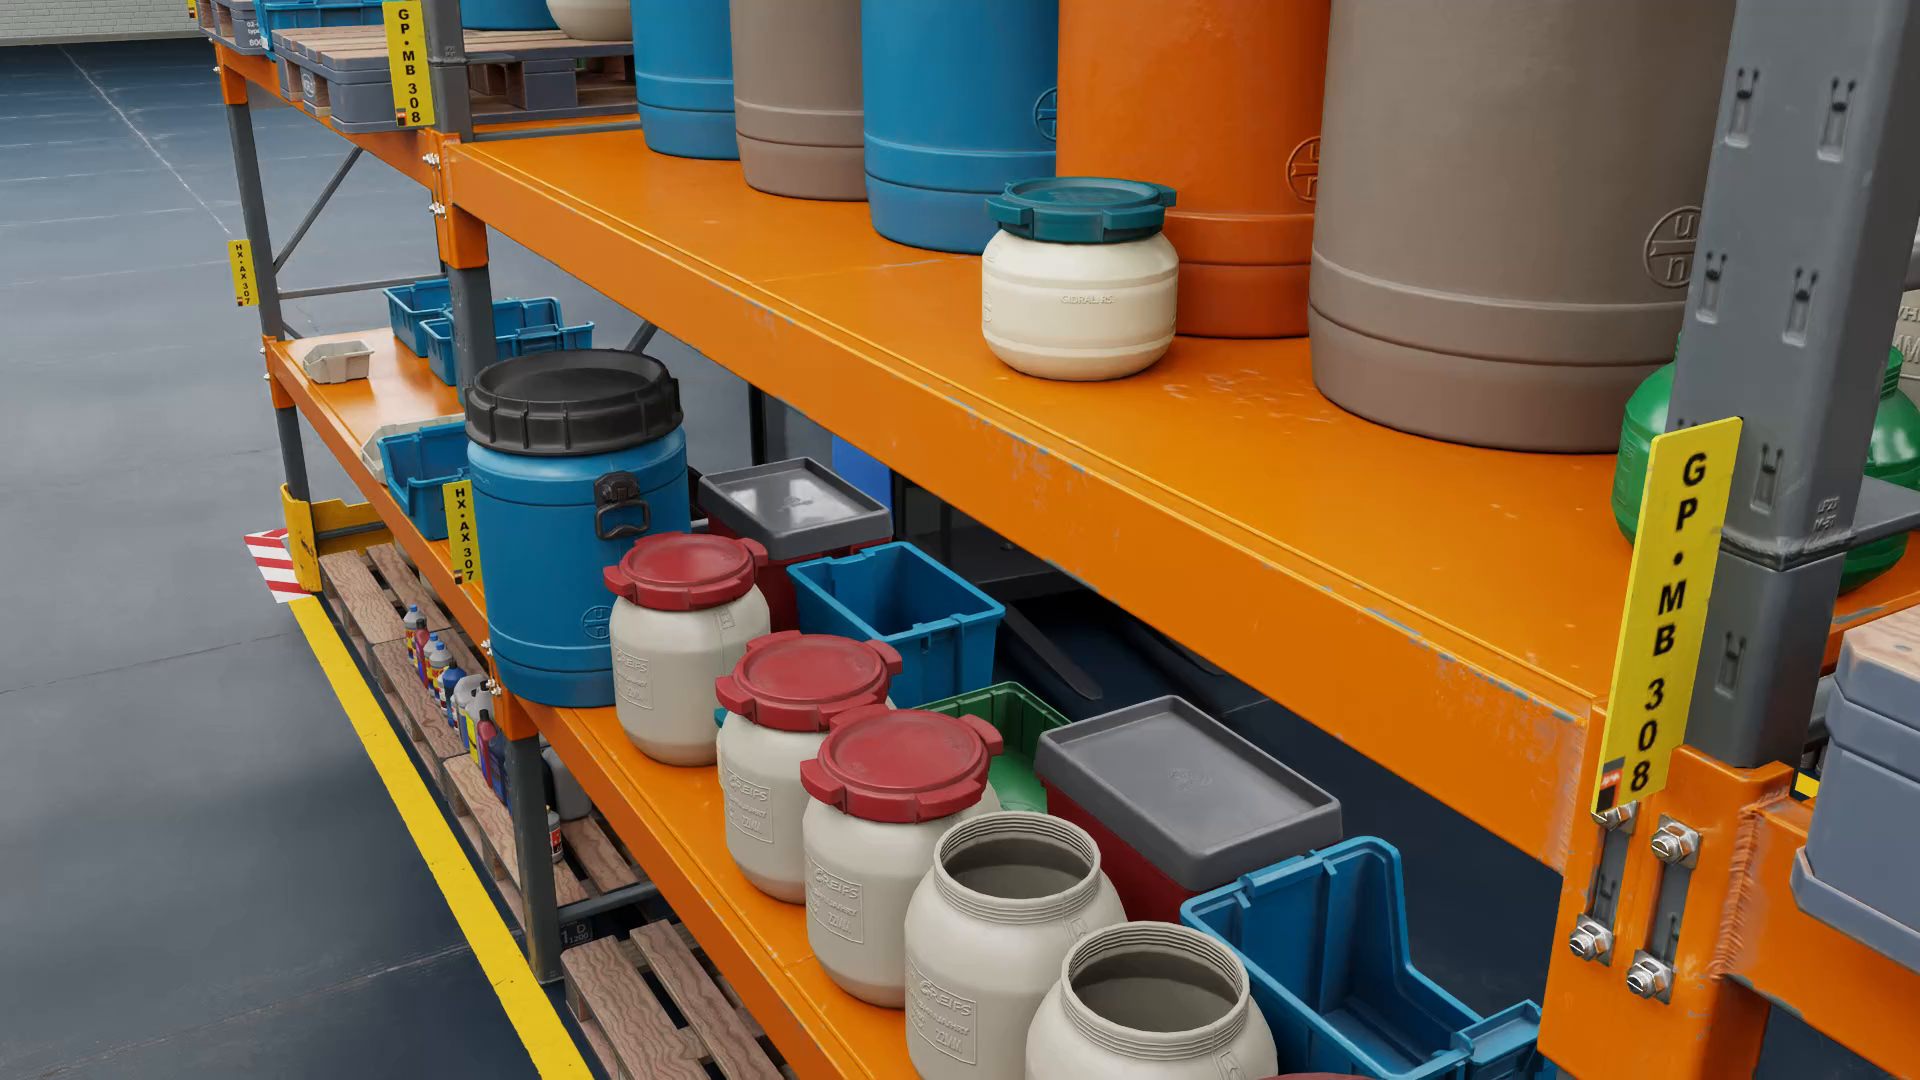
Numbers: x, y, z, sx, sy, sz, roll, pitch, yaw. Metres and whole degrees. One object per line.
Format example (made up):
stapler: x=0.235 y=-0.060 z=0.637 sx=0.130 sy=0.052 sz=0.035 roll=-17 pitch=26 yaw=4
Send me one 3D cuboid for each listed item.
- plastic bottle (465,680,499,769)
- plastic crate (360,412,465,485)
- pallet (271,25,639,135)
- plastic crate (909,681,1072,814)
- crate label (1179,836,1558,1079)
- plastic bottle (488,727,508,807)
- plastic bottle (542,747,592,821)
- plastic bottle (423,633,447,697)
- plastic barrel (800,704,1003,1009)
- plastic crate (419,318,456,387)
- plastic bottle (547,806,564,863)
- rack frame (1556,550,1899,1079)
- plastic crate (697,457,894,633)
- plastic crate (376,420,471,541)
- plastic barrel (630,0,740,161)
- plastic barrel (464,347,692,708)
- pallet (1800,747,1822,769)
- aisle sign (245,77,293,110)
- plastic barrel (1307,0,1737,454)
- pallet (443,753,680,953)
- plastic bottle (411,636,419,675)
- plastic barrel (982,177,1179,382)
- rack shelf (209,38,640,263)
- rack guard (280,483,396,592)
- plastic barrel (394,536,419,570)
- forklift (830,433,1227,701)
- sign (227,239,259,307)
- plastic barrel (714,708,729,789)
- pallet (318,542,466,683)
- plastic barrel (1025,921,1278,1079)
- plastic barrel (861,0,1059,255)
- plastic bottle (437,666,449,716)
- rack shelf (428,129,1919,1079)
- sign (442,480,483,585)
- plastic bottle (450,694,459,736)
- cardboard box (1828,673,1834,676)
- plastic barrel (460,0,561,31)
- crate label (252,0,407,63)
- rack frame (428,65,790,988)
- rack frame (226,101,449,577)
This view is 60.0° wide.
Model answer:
plastic bottle: x=-1.853 y=0.707 z=6.523 sx=0.144 sy=0.351 sz=0.185 roll=-13 pitch=25 yaw=-29
plastic crate: x=-2.060 y=-0.352 z=6.543 sx=0.530 sy=0.136 sz=0.437 roll=-13 pitch=25 yaw=-28
pallet: x=-1.466 y=-1.514 z=5.319 sx=1.213 sy=0.211 sz=1.003 roll=-13 pitch=25 yaw=-28
plastic crate: x=0.119 y=0.611 z=4.107 sx=0.450 sy=0.188 sz=0.662 roll=-13 pitch=25 yaw=-28
crate label: x=0.755 y=0.908 z=3.047 sx=0.502 sy=0.435 sz=0.616 roll=-13 pitch=25 yaw=-28
plastic bottle: x=-1.688 y=0.811 z=6.265 sx=0.144 sy=0.351 sz=0.185 roll=-14 pitch=26 yaw=-31
plastic bottle: x=-1.466 y=0.846 z=6.181 sx=0.144 sy=0.351 sz=0.185 roll=-13 pitch=25 yaw=-28
plastic bottle: x=-2.223 y=0.526 z=7.072 sx=0.097 sy=0.271 sz=0.097 roll=0 pitch=22 yaw=0
plastic barrel: x=-0.117 y=0.670 z=3.500 sx=0.433 sy=0.535 sz=0.433 roll=0 pitch=22 yaw=0
plastic crate: x=-2.217 y=-0.907 z=7.757 sx=0.499 sy=0.251 sz=0.408 roll=-13 pitch=25 yaw=-28
plastic bottle: x=-1.467 y=1.038 z=5.906 sx=0.097 sy=0.201 sz=0.097 roll=0 pitch=22 yaw=0
rack frame: x=1.030 y=1.298 z=2.134 sx=1.000 sy=3.000 sz=0.127 roll=-13 pitch=25 yaw=-28
plastic crate: x=-0.503 y=0.071 z=5.067 sx=0.402 sy=0.464 sz=0.583 roll=-13 pitch=25 yaw=-28
plastic crate: x=-1.812 y=-0.234 z=6.101 sx=0.499 sy=0.251 sz=0.616 roll=-13 pitch=25 yaw=-28
plastic barrel: x=-0.567 y=-1.496 z=4.359 sx=0.600 sy=0.901 sz=0.708 roll=-13 pitch=25 yaw=-28
plastic barrel: x=-1.076 y=-0.046 z=4.775 sx=0.600 sy=0.901 sz=0.708 roll=-13 pitch=25 yaw=-28
pallet: x=3.657 y=0.574 z=7.618 sx=1.003 sy=0.211 sz=1.213 roll=-13 pitch=25 yaw=-28
aisle sign: x=-3.345 y=-2.463 z=7.935 sx=0.394 sy=0.787 sz=0.004 roll=-13 pitch=25 yaw=-28
plastic barrel: x=0.797 y=-0.631 z=2.232 sx=0.600 sy=0.901 sz=0.600 roll=0 pitch=22 yaw=0
pallet: x=-1.321 y=1.070 z=6.400 sx=1.003 sy=0.211 sz=1.213 roll=-13 pitch=25 yaw=-28
plastic bottle: x=-2.345 y=0.481 z=7.276 sx=0.097 sy=0.201 sz=0.097 roll=0 pitch=22 yaw=0
plastic barrel: x=0.180 y=-0.394 z=2.498 sx=0.301 sy=0.262 sz=0.301 roll=0 pitch=22 yaw=0
rack shelf: x=-2.035 y=-1.701 z=6.484 sx=1.077 sy=0.370 sz=4.000 roll=-13 pitch=25 yaw=-28
rack guard: x=-2.977 y=-0.118 z=8.938 sx=1.175 sy=0.500 sz=0.348 roll=-13 pitch=25 yaw=-28
plastic barrel: x=-2.655 y=-0.135 z=8.407 sx=0.421 sy=0.512 sz=0.421 roll=0 pitch=22 yaw=0
forklift: x=0.288 y=-1.047 z=7.996 sx=1.130 sy=2.935 sz=3.031 roll=-9 pitch=24 yaw=-21
sign: x=-3.532 y=-1.315 z=8.197 sx=0.100 sy=0.325 sz=0.005 roll=-13 pitch=25 yaw=-28
plastic barrel: x=-0.469 y=0.525 z=4.219 sx=0.301 sy=0.262 sz=0.301 roll=0 pitch=22 yaw=0
pallet: x=-2.567 y=0.280 z=8.343 sx=1.003 sy=0.211 sz=1.213 roll=-13 pitch=25 yaw=-28
plastic barrel: x=0.321 y=0.954 z=2.832 sx=0.421 sy=0.512 sz=0.421 roll=0 pitch=22 yaw=0
plastic barrel: x=0.101 y=-1.072 z=3.317 sx=0.600 sy=0.901 sz=0.708 roll=-13 pitch=25 yaw=-28
plastic bottle: x=-2.122 y=0.623 z=6.927 sx=0.097 sy=0.201 sz=0.097 roll=0 pitch=22 yaw=0
rack shelf: x=0.008 y=-0.406 z=3.298 sx=1.077 sy=0.370 sz=4.000 roll=-13 pitch=25 yaw=-28
sign: x=-1.492 y=-0.023 z=5.016 sx=0.100 sy=0.325 sz=0.005 roll=-13 pitch=25 yaw=-28
plastic bottle: x=-2.017 y=0.690 z=6.763 sx=0.097 sy=0.201 sz=0.097 roll=0 pitch=22 yaw=0
cardboard box: x=3.761 y=0.383 z=6.734 sx=0.500 sy=0.311 sz=0.500 roll=-14 pitch=26 yaw=-30
plastic barrel: x=-1.430 y=-2.156 z=5.425 sx=0.600 sy=0.901 sz=0.708 roll=-13 pitch=25 yaw=-28
crate label: x=-2.384 y=-1.943 z=6.322 sx=0.502 sy=0.251 sz=0.408 roll=-13 pitch=25 yaw=-28
rack frame: x=-1.013 y=0.003 z=5.320 sx=1.000 sy=3.000 sz=0.127 roll=-13 pitch=25 yaw=-28
rack frame: x=-3.057 y=-1.292 z=8.506 sx=1.000 sy=3.000 sz=0.127 roll=-13 pitch=25 yaw=-28
